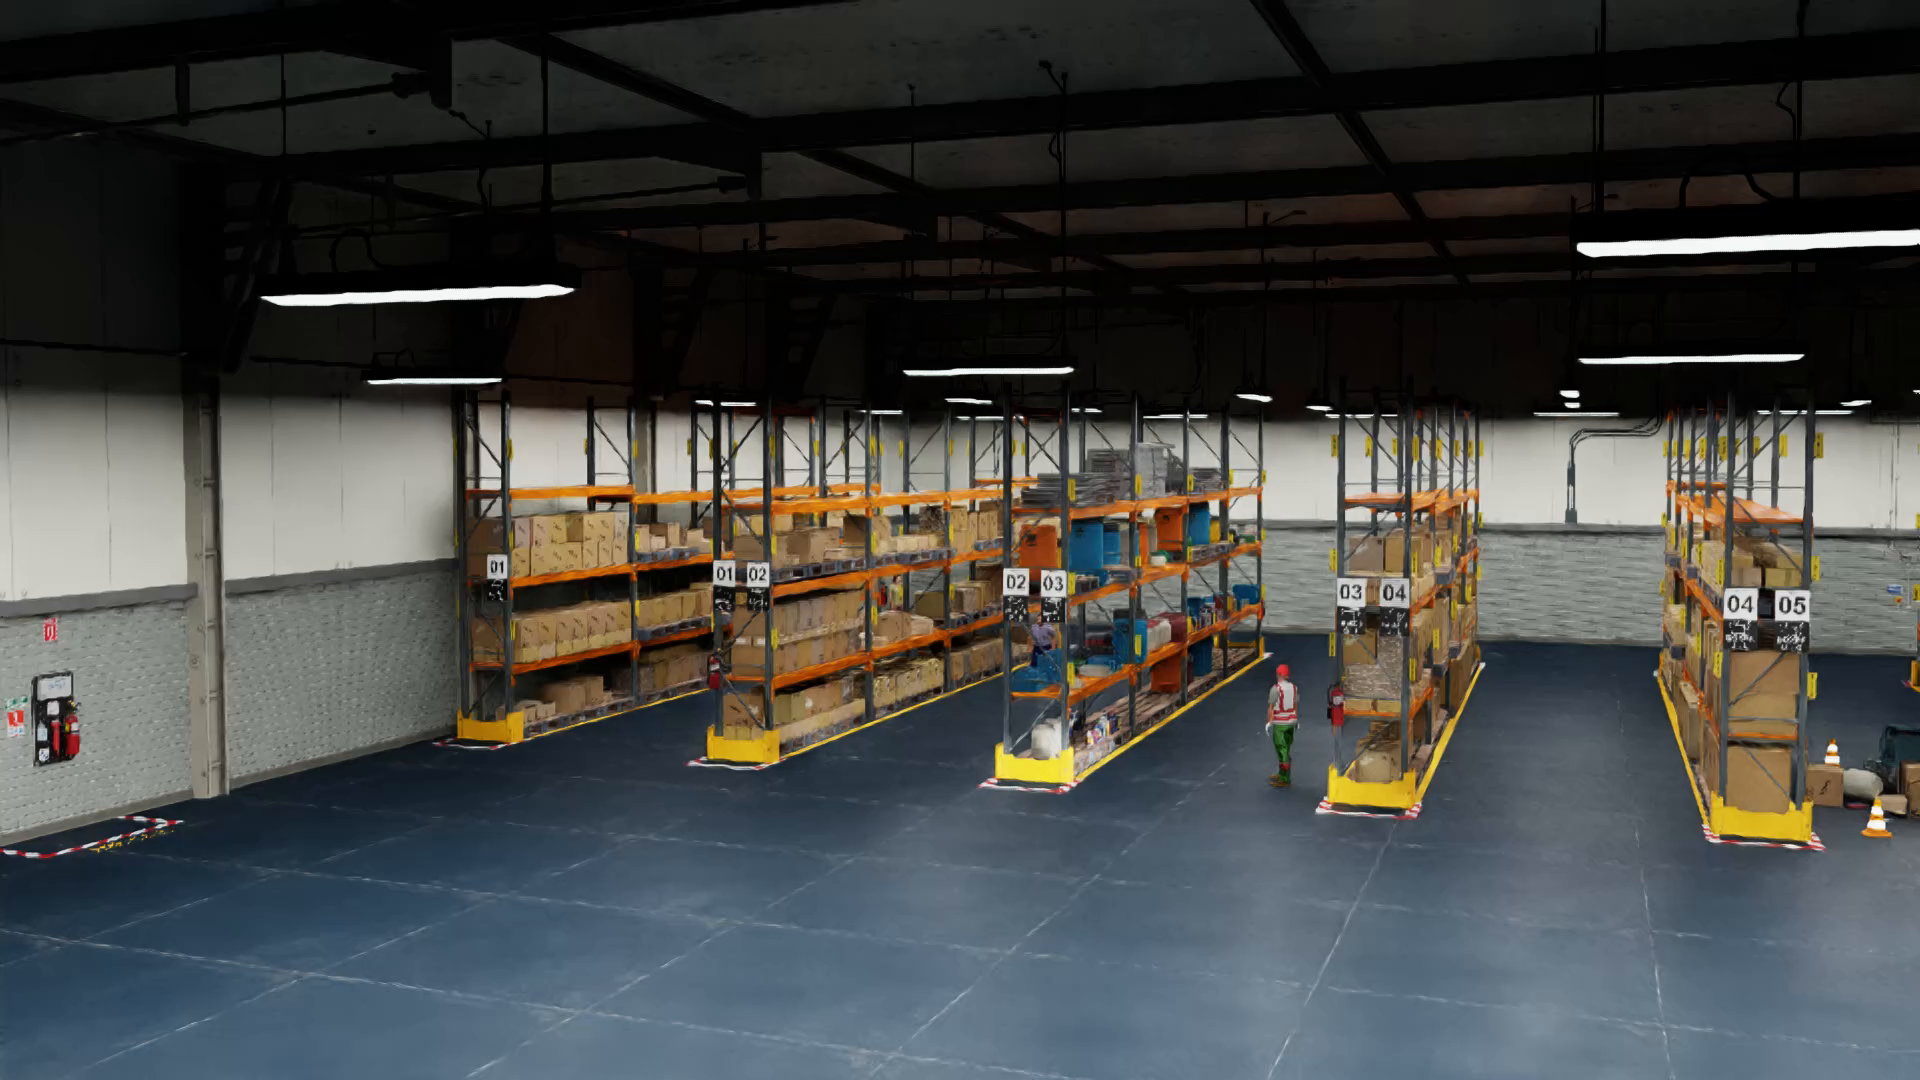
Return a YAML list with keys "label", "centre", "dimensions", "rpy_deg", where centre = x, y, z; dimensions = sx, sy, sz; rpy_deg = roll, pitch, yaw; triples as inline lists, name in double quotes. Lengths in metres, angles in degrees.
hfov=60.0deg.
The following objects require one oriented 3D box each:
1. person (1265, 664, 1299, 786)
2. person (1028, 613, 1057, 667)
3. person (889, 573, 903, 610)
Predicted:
- label: "person"
  centre: [4.783, 2.730, 24.774]
  dimensions: [0.653, 1.786, 0.562]
  rpy_deg: [-3, 4, -40]
- label: "person"
  centre: [1.722, 2.302, 34.706]
  dimensions: [0.625, 1.596, 0.517]
  rpy_deg: [1, 3, 19]
- label: "person"
  centre: [-1.640, 1.714, 44.414]
  dimensions: [0.690, 1.661, 0.561]
  rpy_deg: [-2, 4, -34]
